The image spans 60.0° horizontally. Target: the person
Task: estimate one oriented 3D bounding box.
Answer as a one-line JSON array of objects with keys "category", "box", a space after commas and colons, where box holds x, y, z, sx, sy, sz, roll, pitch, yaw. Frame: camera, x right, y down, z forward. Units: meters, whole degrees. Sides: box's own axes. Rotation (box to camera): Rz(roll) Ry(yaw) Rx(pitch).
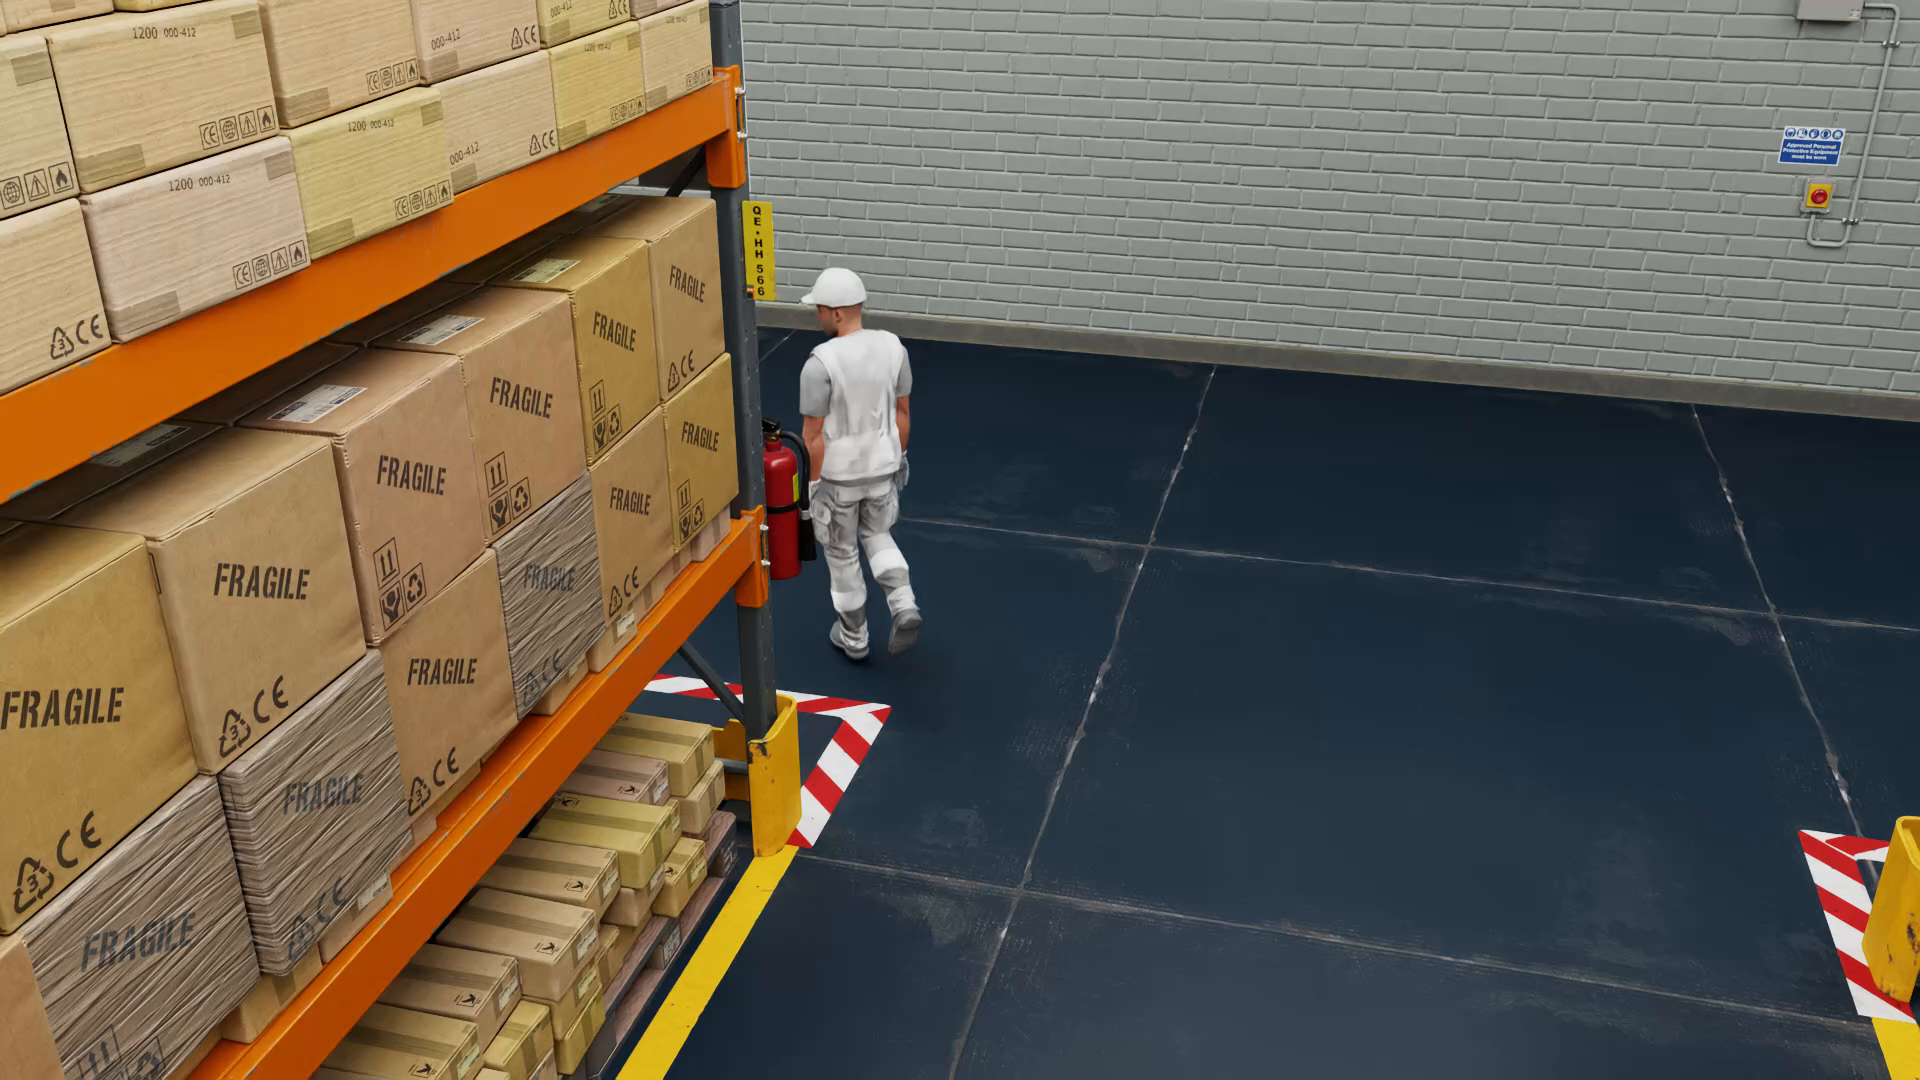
[{"category": "person", "box": [-0.422, -0.272, 7.110, 0.562, 1.779, 0.596, -14, 29, -28]}]
